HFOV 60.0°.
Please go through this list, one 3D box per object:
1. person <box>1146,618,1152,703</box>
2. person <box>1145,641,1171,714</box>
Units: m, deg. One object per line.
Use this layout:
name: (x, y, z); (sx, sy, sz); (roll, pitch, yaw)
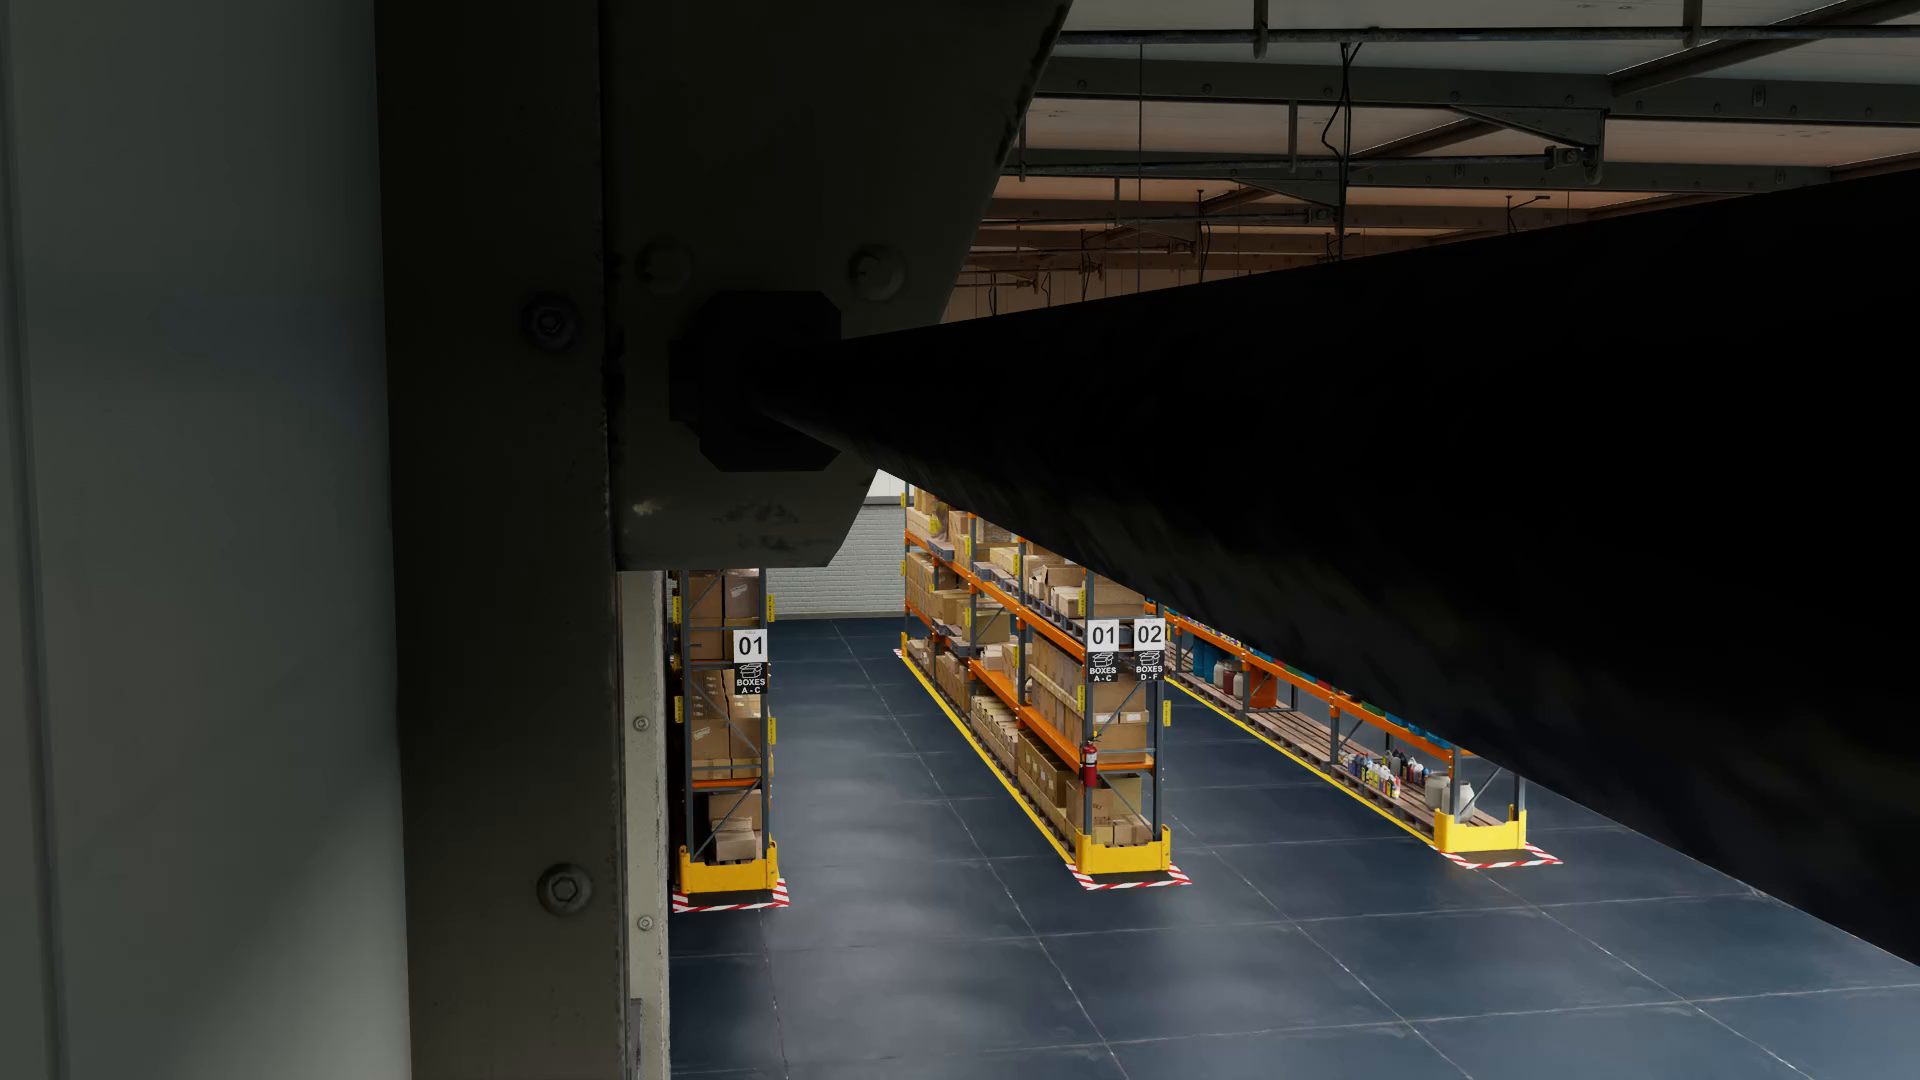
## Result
person: (3.542, 2.234, 31.409); (0.713, 1.671, 0.630); (-1, 6, -7)
person: (3.585, 2.386, 30.391); (0.588, 1.600, 0.543); (-2, 6, -19)
